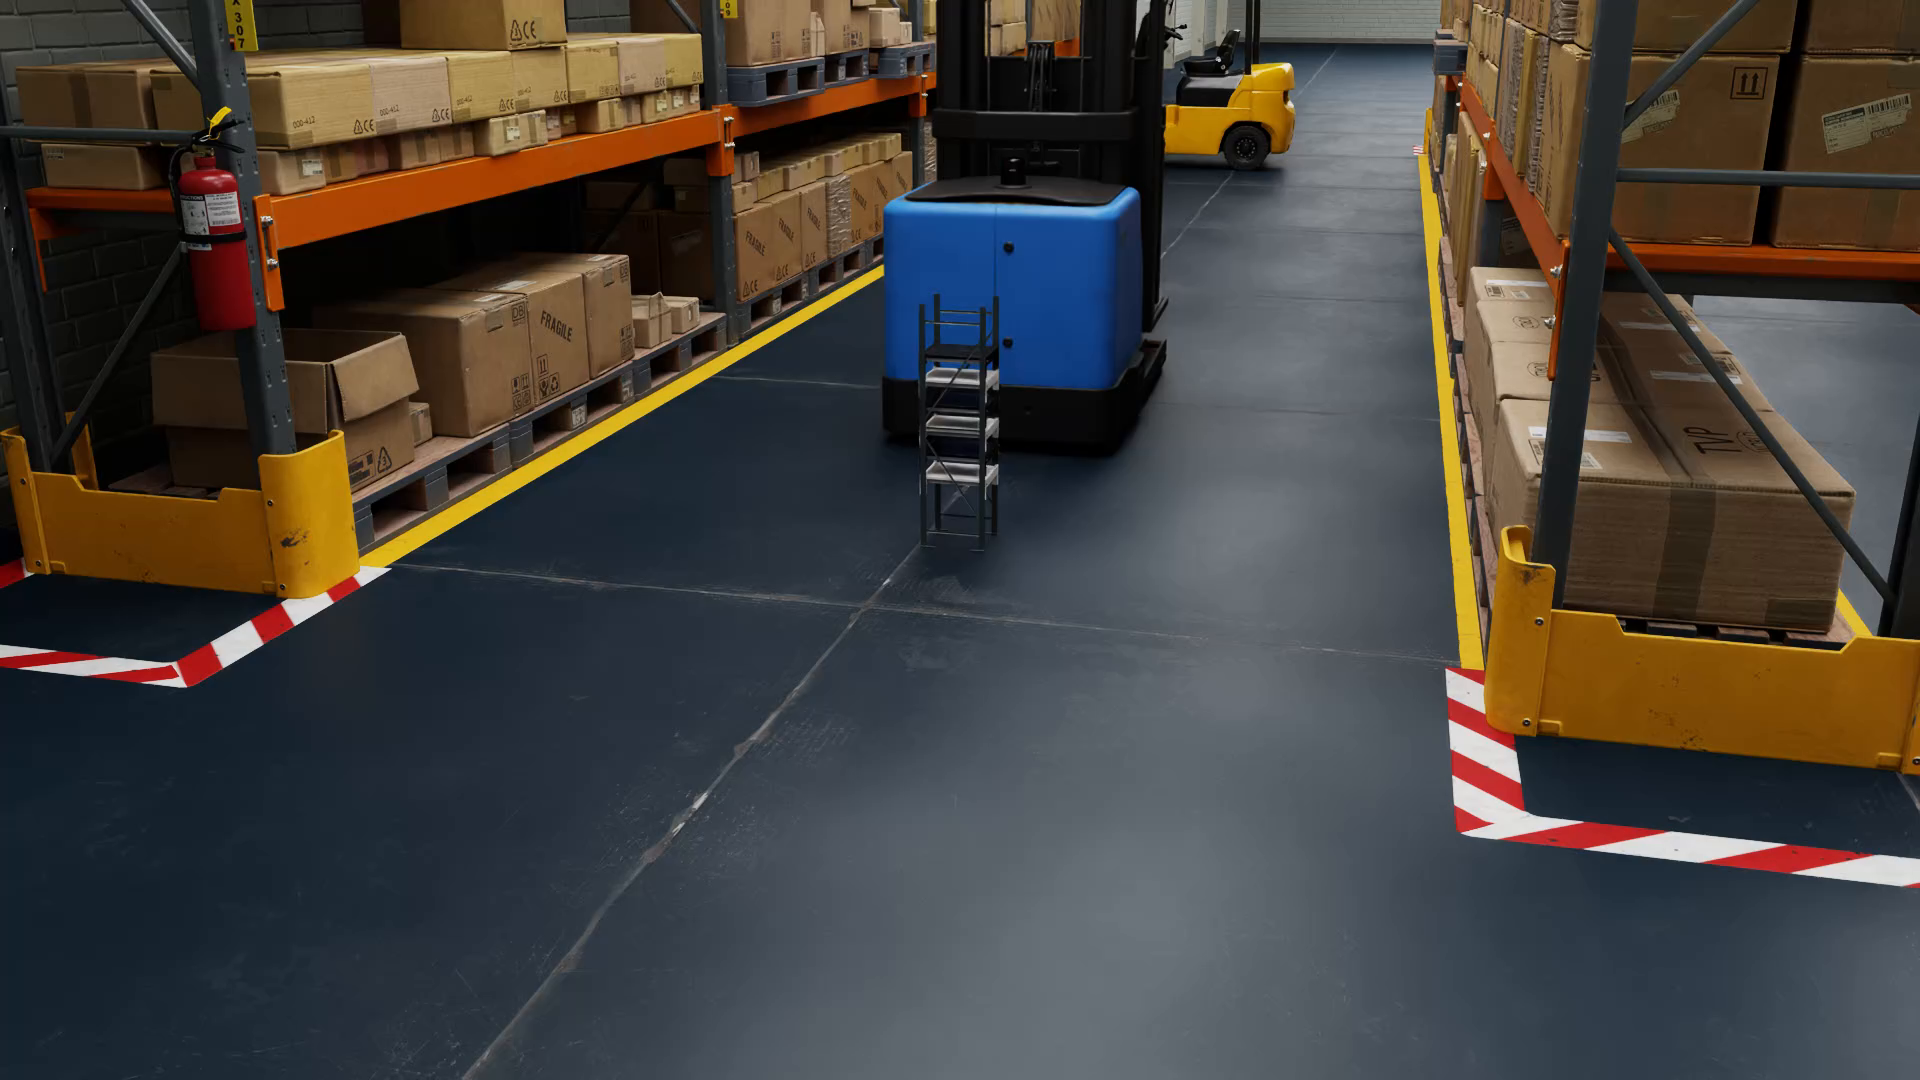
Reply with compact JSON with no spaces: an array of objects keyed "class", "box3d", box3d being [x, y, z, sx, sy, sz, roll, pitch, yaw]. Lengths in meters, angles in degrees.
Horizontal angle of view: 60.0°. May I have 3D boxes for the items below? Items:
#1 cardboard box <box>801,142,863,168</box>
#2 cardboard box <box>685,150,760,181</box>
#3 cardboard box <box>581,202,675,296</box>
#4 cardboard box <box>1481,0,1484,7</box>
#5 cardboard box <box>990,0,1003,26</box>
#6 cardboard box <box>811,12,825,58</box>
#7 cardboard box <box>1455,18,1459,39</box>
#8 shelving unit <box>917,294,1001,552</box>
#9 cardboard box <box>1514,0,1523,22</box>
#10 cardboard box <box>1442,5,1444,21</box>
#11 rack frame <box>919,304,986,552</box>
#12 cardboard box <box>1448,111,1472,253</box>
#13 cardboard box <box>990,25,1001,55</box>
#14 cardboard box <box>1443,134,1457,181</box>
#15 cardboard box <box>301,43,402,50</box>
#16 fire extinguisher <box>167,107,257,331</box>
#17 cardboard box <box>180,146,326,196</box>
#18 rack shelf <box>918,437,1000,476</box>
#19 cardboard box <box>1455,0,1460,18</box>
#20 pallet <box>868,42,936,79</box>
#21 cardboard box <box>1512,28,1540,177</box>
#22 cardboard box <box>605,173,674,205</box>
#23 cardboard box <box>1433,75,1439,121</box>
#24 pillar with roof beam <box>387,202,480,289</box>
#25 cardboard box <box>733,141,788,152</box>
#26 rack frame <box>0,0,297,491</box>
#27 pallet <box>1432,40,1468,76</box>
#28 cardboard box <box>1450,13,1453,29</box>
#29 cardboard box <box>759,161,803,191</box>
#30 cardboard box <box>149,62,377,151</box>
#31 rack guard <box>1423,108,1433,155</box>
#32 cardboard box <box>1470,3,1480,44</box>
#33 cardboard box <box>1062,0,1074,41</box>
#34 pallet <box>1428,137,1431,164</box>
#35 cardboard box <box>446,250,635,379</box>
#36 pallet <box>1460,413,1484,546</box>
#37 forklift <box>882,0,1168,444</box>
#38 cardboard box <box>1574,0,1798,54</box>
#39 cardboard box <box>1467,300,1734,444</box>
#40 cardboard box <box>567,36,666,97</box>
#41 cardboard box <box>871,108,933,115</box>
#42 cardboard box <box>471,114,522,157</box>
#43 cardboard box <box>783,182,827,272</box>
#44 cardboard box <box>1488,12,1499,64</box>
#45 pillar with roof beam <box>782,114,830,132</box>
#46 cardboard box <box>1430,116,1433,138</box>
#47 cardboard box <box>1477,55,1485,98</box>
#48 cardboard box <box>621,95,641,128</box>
[{"class":"cardboard box","box3d":[-0.903,-2.701,11.668,0.380,0.149,0.250,5,20,15]},{"class":"cardboard box","box3d":[-1.390,-2.185,9.699,0.380,0.149,0.250,4,19,11]},{"class":"cardboard box","box3d":[-1.919,-1.738,9.854,0.500,0.500,0.500,5,19,13]},{"class":"cardboard box","box3d":[3.428,-3.476,10.023,0.500,0.500,0.500,5,20,15]},{"class":"cardboard box","box3d":[0.081,-4.723,14.832,0.500,0.250,0.500,5,19,14]},{"class":"cardboard box","box3d":[-1.041,-3.086,10.139,0.396,0.266,0.258,6,20,16]},{"class":"cardboard box","box3d":[4.027,-3.947,12.842,0.380,0.149,0.250,5,19,14]},{"class":"shelving unit","box3d":[-0.002,-0.423,6.035,0.258,0.900,0.210,5,19,13]},{"class":"cardboard box","box3d":[2.581,-2.387,6.834,0.500,0.500,0.500,4,19,13]},{"class":"cardboard box","box3d":[5.485,-5.815,17.955,0.500,0.500,0.500,5,20,15]},{"class":"rack frame","box3d":[-0.027,-0.391,5.941,0.240,0.900,0.006,5,19,13]},{"class":"cardboard box","box3d":[3.790,-2.391,11.186,0.875,0.875,0.875,4,19,13]},{"class":"cardboard box","box3d":[0.064,-4.492,14.930,0.500,0.250,0.500,5,19,14]},{"class":"cardboard box","box3d":[4.891,-3.452,15.071,0.950,0.372,0.625,5,19,14]},{"class":"cardboard box","box3d":[-2.494,-2.007,7.194,0.500,0.250,0.500,5,19,13]},{"class":"fire extinguisher","box3d":[-2.318,-0.996,5.159,0.296,0.674,0.183,5,19,13]},{"class":"cardboard box","box3d":[-2.383,-1.254,5.607,0.380,0.149,0.250,5,19,13]},{"class":"rack shelf","box3d":[-0.002,-0.307,6.075,0.258,0.077,0.200,5,19,13]},{"class":"cardboard box","box3d":[4.118,-4.281,12.815,0.500,0.500,0.500,3,19,10]},{"class":"pallet","box3d":[-0.873,-3.490,12.062,1.213,0.211,1.003,5,19,13]},{"class":"cardboard box","box3d":[2.312,-1.601,6.080,0.500,0.500,0.500,5,20,15]},{"class":"cardboard box","box3d":[-1.883,-2.089,9.877,0.380,0.149,0.250,5,19,13]},{"class":"cardboard box","box3d":[5.400,-4.765,17.942,0.500,0.500,0.500,4,19,11]},{"class":"pillar with roof beam","box3d":[1.378,-4.897,6.603,9.100,9.000,0.400,5,19,13]},{"class":"cardboard box","box3d":[-1.435,-2.740,11.782,0.380,0.149,0.250,4,19,11]},{"class":"rack frame","box3d":[-2.730,-1.292,5.328,1.000,3.000,0.127,5,19,13]},{"class":"pallet","box3d":[4.110,-3.549,12.235,1.213,0.211,1.003,5,19,13]},{"class":"cardboard box","box3d":[4.884,-5.009,15.597,0.500,0.500,0.500,4,19,12]},{"class":"cardboard box","box3d":[-1.211,-2.296,10.483,0.380,0.149,0.250,5,19,13]},{"class":"cardboard box","box3d":[-2.358,-1.482,5.658,0.500,0.250,0.500,5,19,14]},{"class":"rack guard","box3d":[5.975,-4.709,19.200,1.175,0.500,0.348,5,19,13]},{"class":"cardboard box","box3d":[3.676,-3.434,11.061,0.500,0.250,0.500,5,19,13]},{"class":"cardboard box","box3d":[0.941,-5.698,18.074,0.500,0.500,0.500,5,19,14]},{"class":"pallet","box3d":[5.742,-4.320,18.510,1.003,0.211,1.213,5,19,13]},{"class":"cardboard box","box3d":[-1.988,-1.082,7.932,0.700,0.500,0.500,4,19,11]},{"class":"pallet","box3d":[2.504,-0.219,6.502,1.003,0.211,1.213,5,19,13]},{"class":"forklift","box3d":[0.480,-2.239,8.210,1.130,2.935,3.031,4,19,12]},{"class":"cardboard box","box3d":[1.971,-1.591,4.503,0.500,0.500,0.500,5,20,15]},{"class":"cardboard box","box3d":[2.586,-0.672,6.828,0.875,0.438,0.875,4,19,12]},{"class":"cardboard box","box3d":[-1.748,-2.278,7.988,0.500,0.250,0.500,5,19,14]},{"class":"cardboard box","box3d":[-0.293,-3.485,14.774,0.875,0.625,0.625,4,19,11]},{"class":"cardboard box","box3d":[-2.020,-1.654,6.778,0.380,0.149,0.250,4,19,12]},{"class":"cardboard box","box3d":[-1.169,-2.019,10.675,0.500,0.500,0.500,4,19,12]},{"class":"cardboard box","box3d":[3.049,-2.635,8.719,0.500,0.250,0.500,5,20,15]},{"class":"pillar with roof beam","box3d":[2.844,-6.778,12.109,9.100,9.000,0.400,5,19,13]},{"class":"cardboard box","box3d":[5.528,-4.582,18.566,0.500,0.250,0.500,4,19,13]},{"class":"cardboard box","box3d":[3.316,-2.722,9.749,0.500,0.250,0.500,5,19,13]},{"class":"cardboard box","box3d":[-1.758,-2.060,7.966,0.380,0.149,0.250,5,20,15]}]
